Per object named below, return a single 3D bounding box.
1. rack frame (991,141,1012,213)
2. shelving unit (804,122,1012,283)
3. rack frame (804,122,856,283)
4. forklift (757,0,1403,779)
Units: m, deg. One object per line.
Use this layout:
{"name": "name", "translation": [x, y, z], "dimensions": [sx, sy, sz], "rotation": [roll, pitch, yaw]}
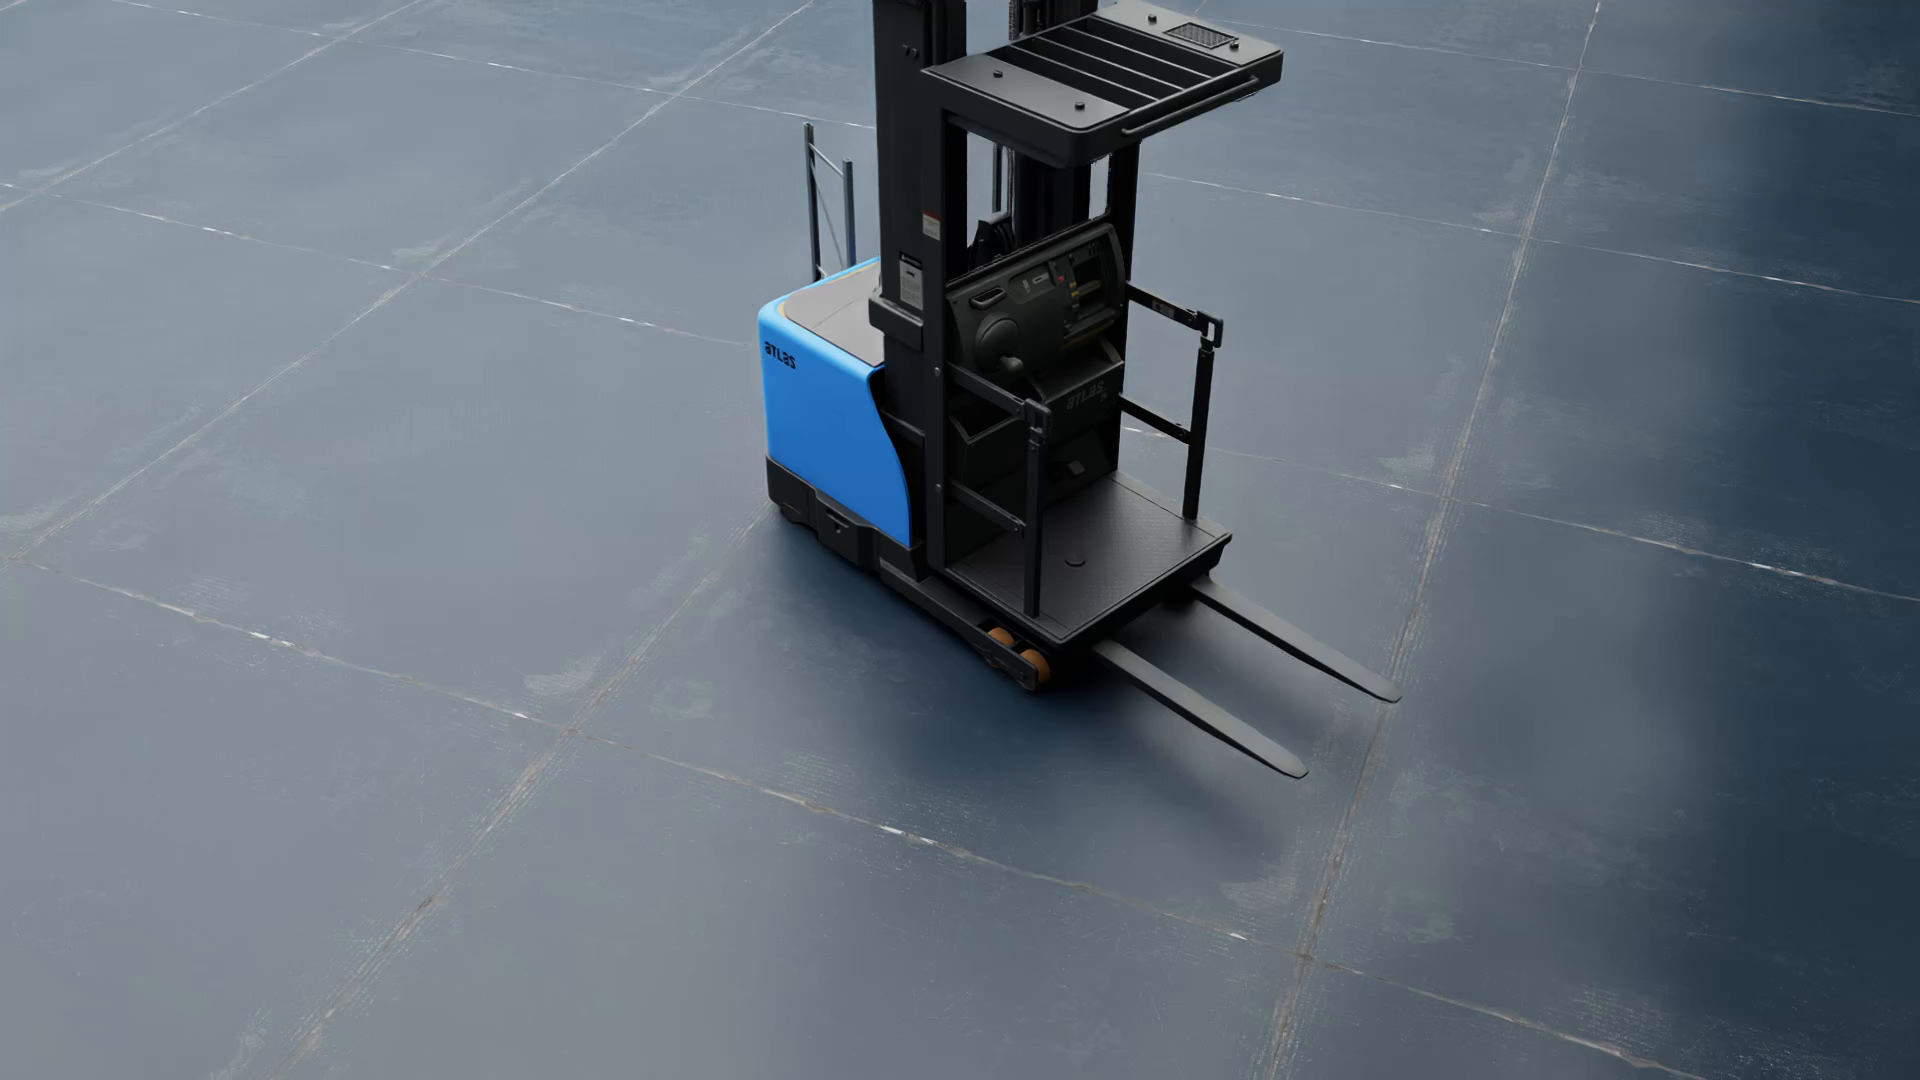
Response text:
{"name": "rack frame", "translation": [0.289, -1.526, 8.539], "dimensions": [0.032, 1.500, 0.500], "rotation": [-17, 40, -21]}
{"name": "shelving unit", "translation": [-0.155, -1.391, 8.358], "dimensions": [1.083, 1.500, 0.587], "rotation": [-17, 40, -21]}
{"name": "rack frame", "translation": [-0.616, -1.250, 8.169], "dimensions": [0.032, 1.500, 0.500], "rotation": [-17, 40, -21]}
{"name": "forklift", "translation": [0.465, -0.902, 6.508], "dimensions": [1.130, 2.935, 3.031], "rotation": [-30, 46, -33]}
